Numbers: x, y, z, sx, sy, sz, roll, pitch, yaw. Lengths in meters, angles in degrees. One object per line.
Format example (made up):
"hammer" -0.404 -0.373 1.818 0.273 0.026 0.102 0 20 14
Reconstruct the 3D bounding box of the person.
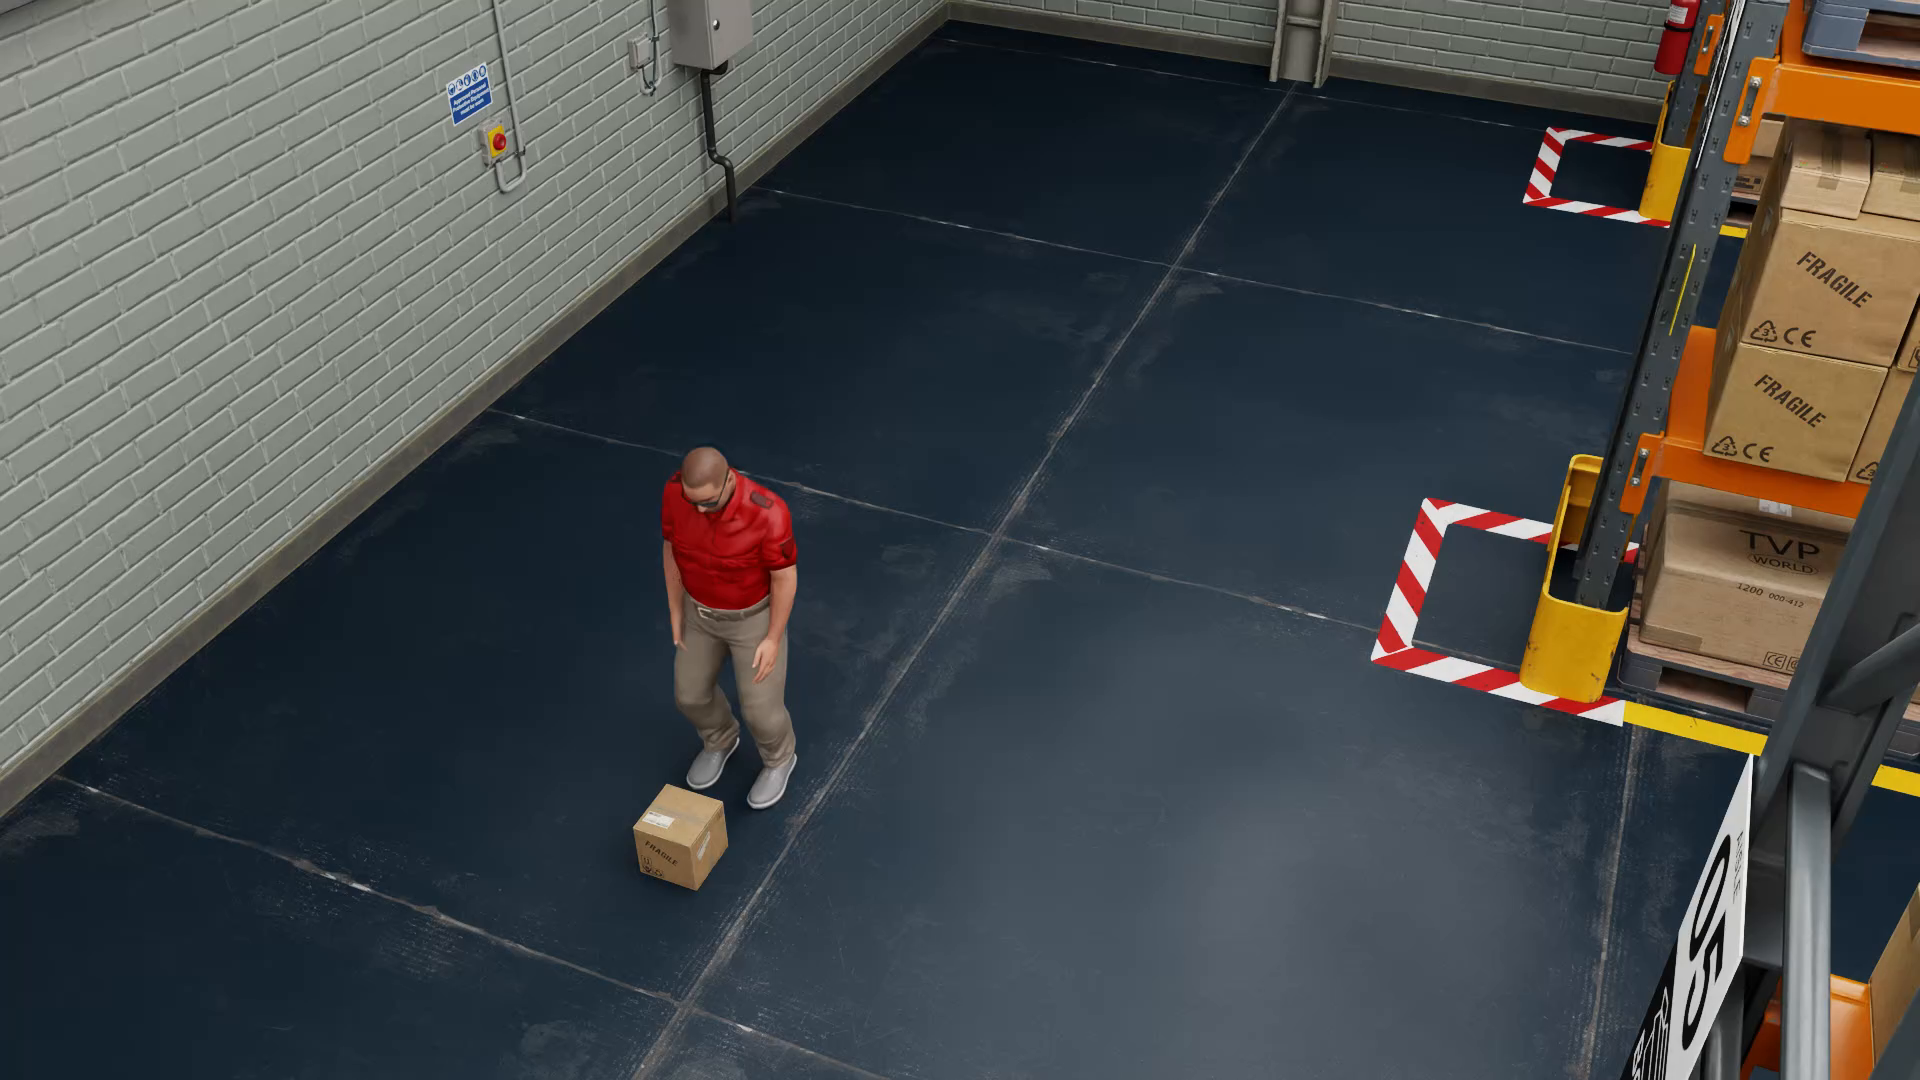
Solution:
"person" -0.859 0.310 6.310 0.557 1.677 0.392 15 40 19
